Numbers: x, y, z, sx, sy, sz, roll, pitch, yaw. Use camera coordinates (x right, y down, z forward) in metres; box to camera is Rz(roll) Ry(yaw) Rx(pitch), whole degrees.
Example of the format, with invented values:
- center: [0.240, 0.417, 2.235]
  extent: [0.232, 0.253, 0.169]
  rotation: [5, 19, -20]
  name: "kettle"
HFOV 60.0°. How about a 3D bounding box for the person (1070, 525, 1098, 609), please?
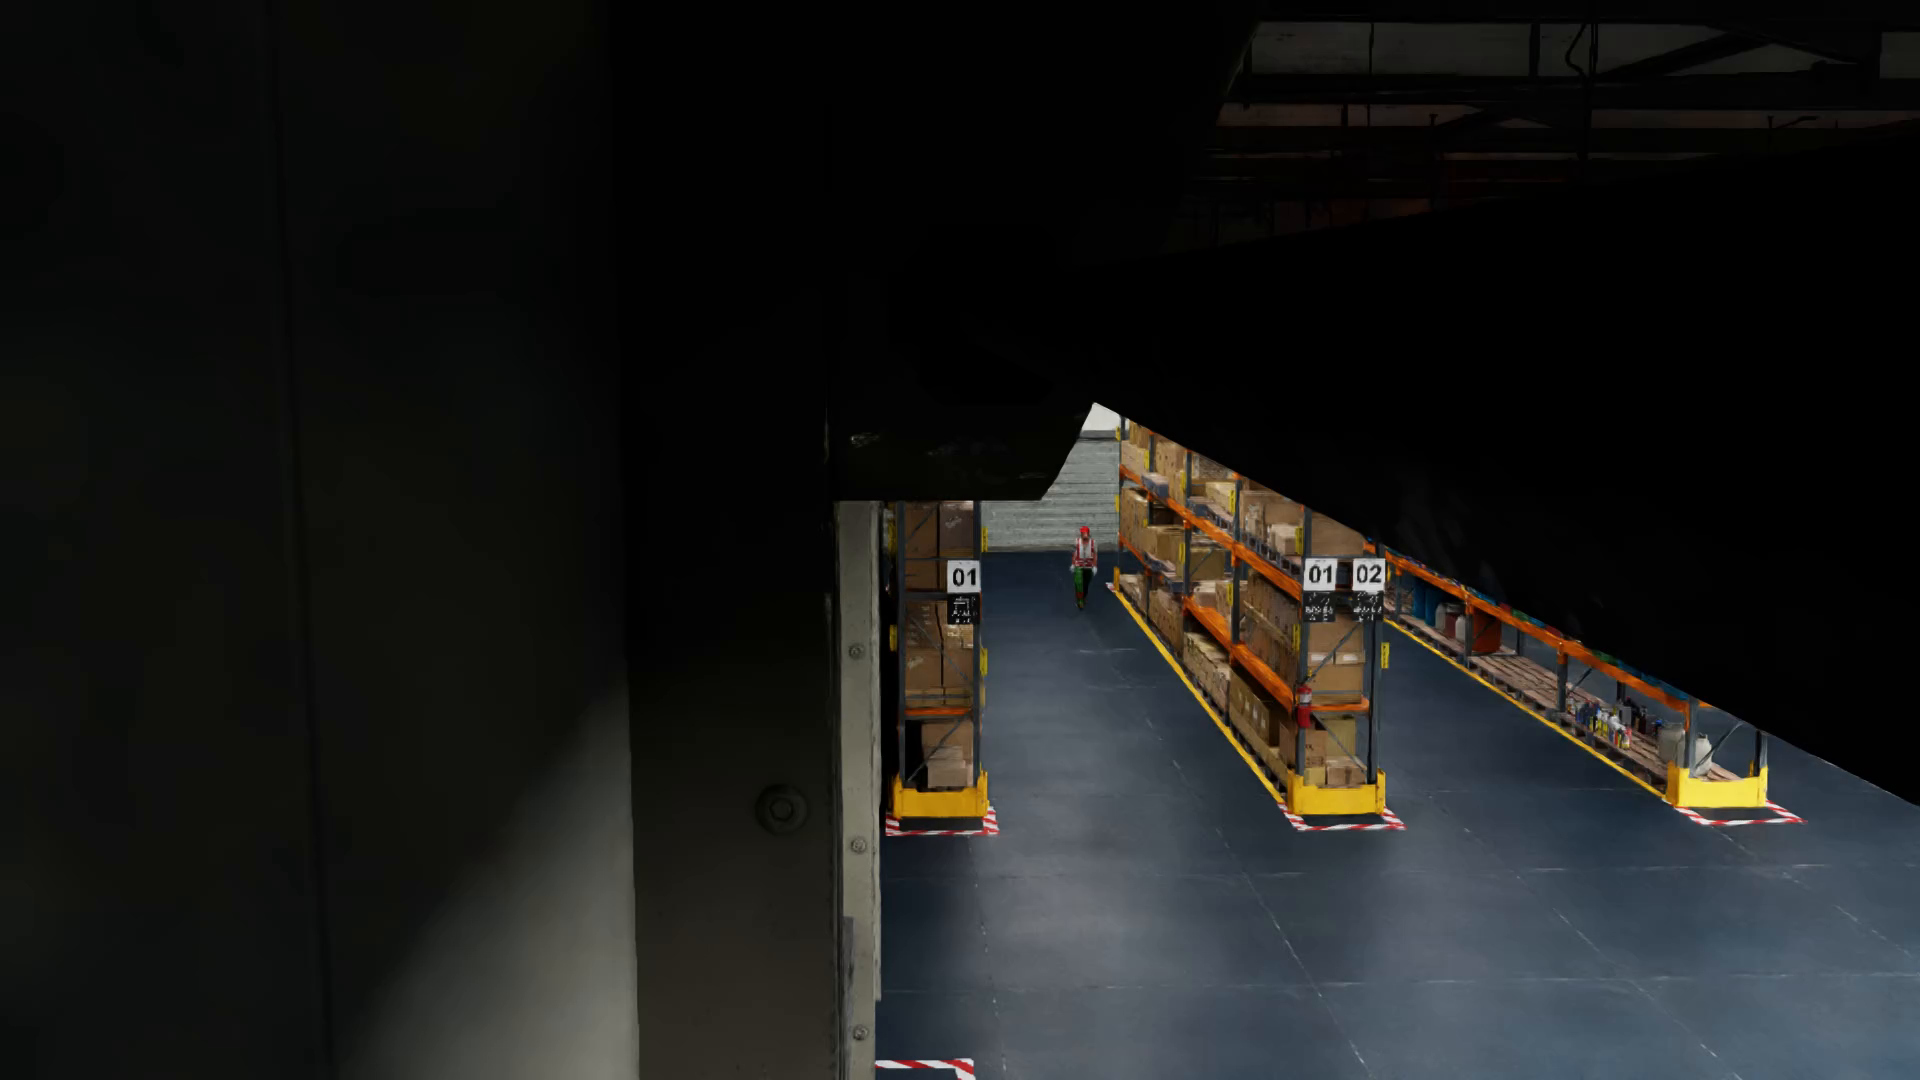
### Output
- center: [2.572, 0.538, 34.311]
  extent: [0.550, 1.709, 1.128]
  rotation: [-1, 8, -5]
  name: "person"
